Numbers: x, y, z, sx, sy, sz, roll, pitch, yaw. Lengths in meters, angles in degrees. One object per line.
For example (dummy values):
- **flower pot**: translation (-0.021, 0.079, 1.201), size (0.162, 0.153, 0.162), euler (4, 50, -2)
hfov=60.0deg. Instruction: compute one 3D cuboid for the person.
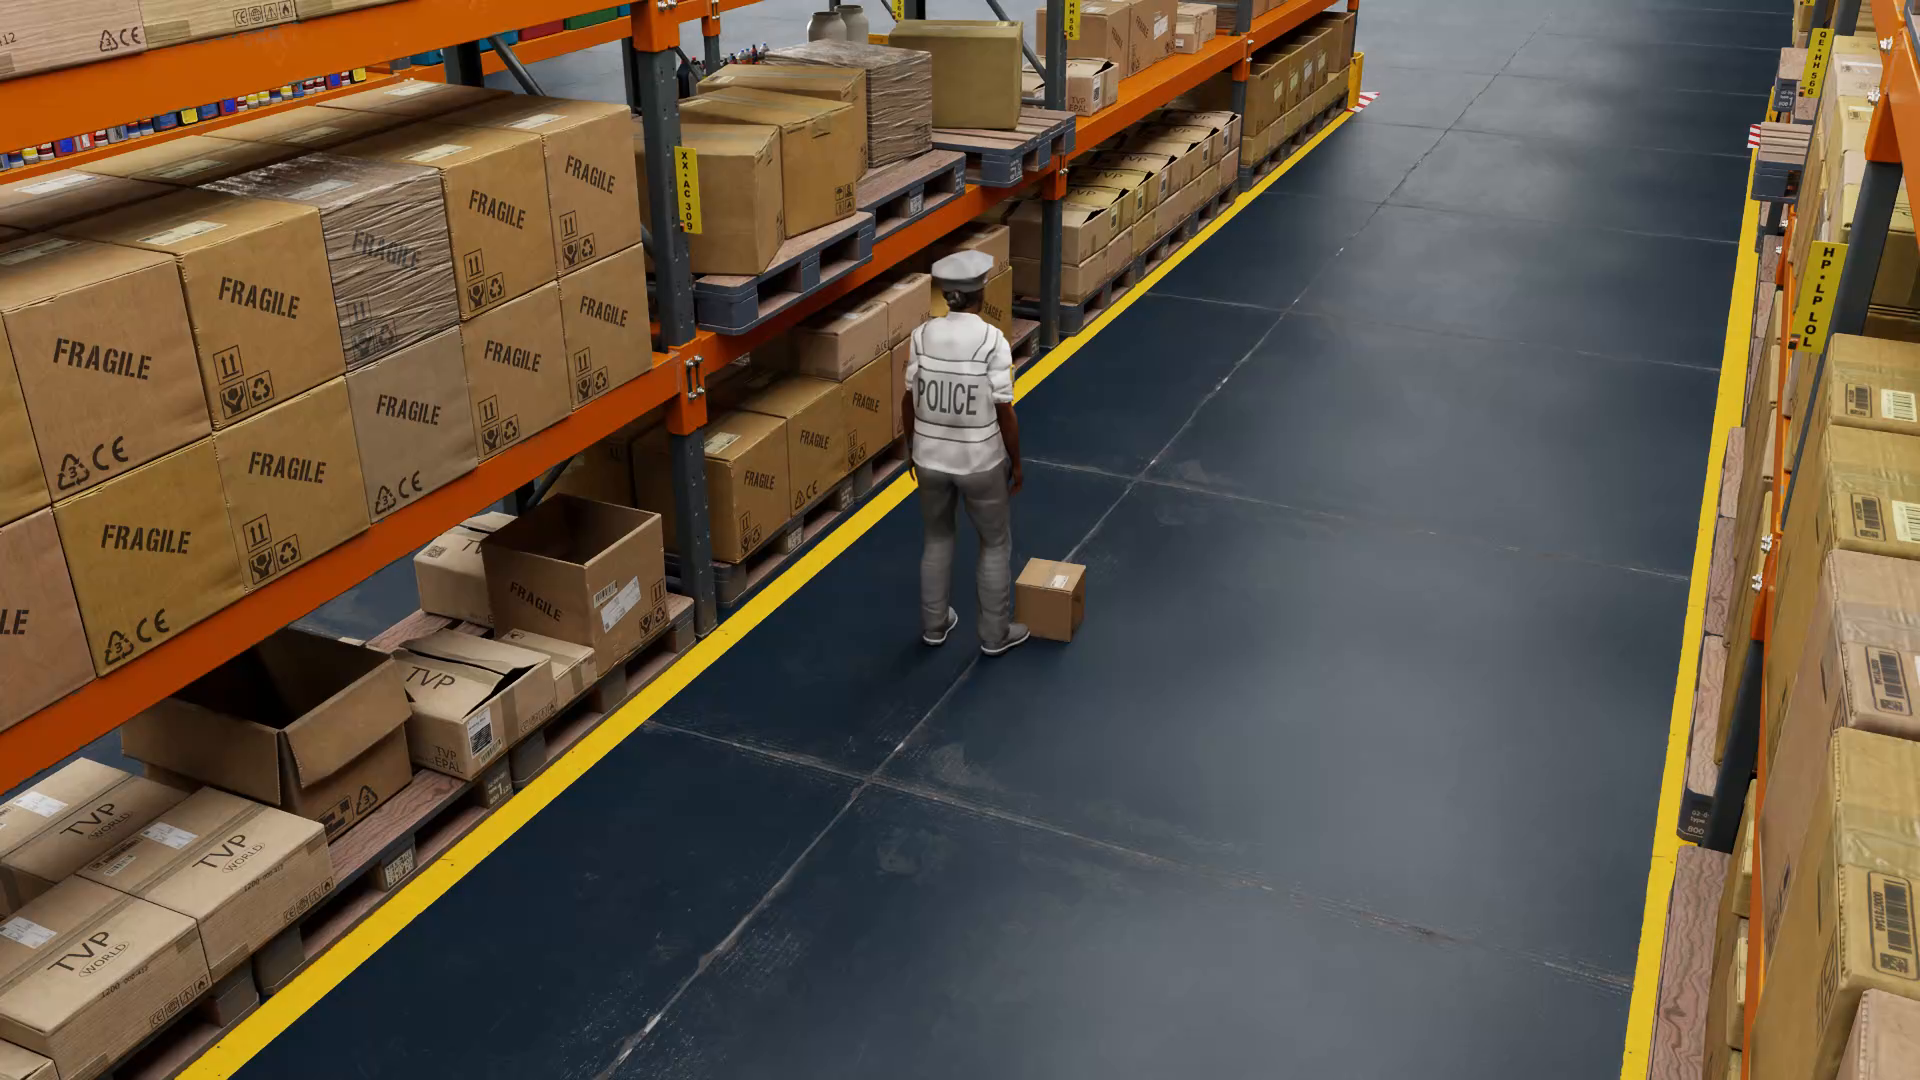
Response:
- **person**: translation (0.021, -0.322, 6.768), size (0.518, 1.657, 0.400), euler (10, 28, 19)
